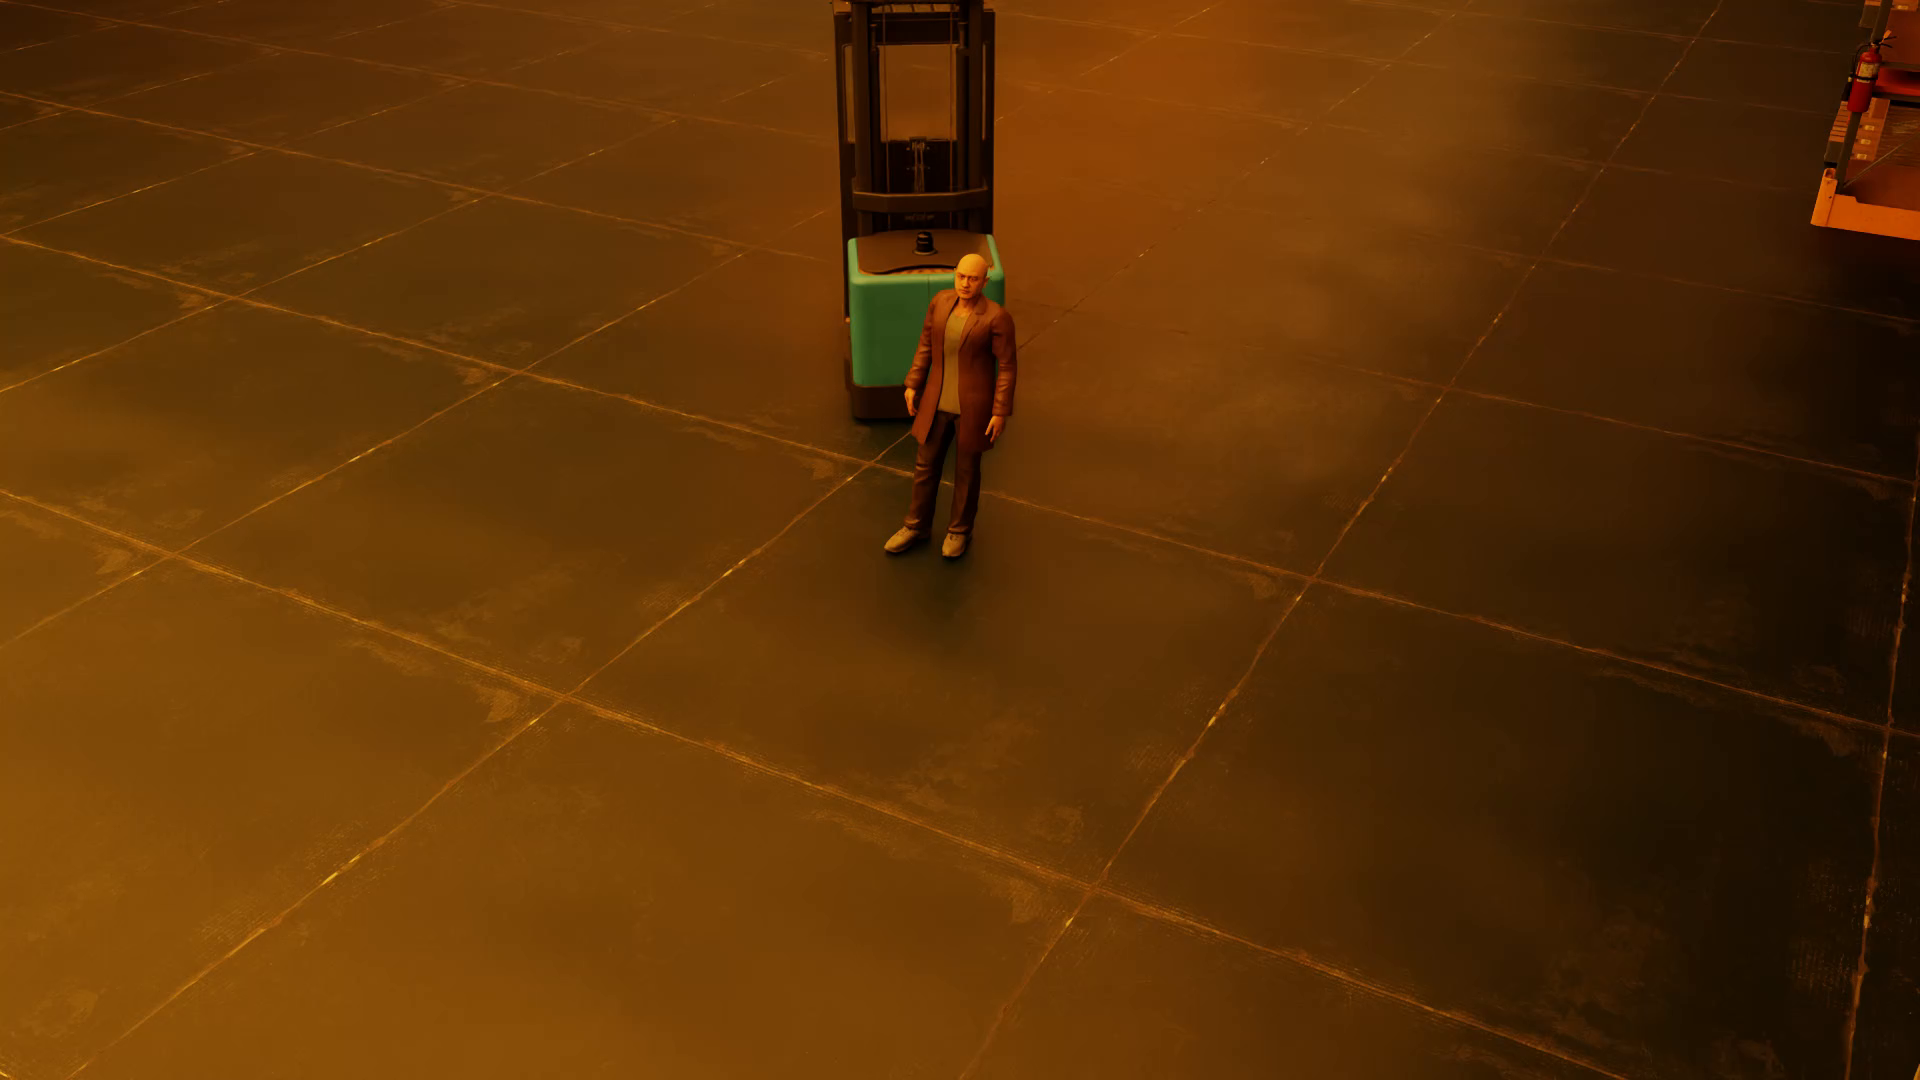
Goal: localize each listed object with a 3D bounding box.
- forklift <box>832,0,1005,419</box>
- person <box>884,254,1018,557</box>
[{"bbox_3d":[-0.328,-2.800,11.922,1.130,2.935,3.031,-2,30,-4],"label":"forklift"},{"bbox_3d":[-0.048,-0.736,9.487,0.696,1.777,0.579,15,33,25],"label":"person"}]
